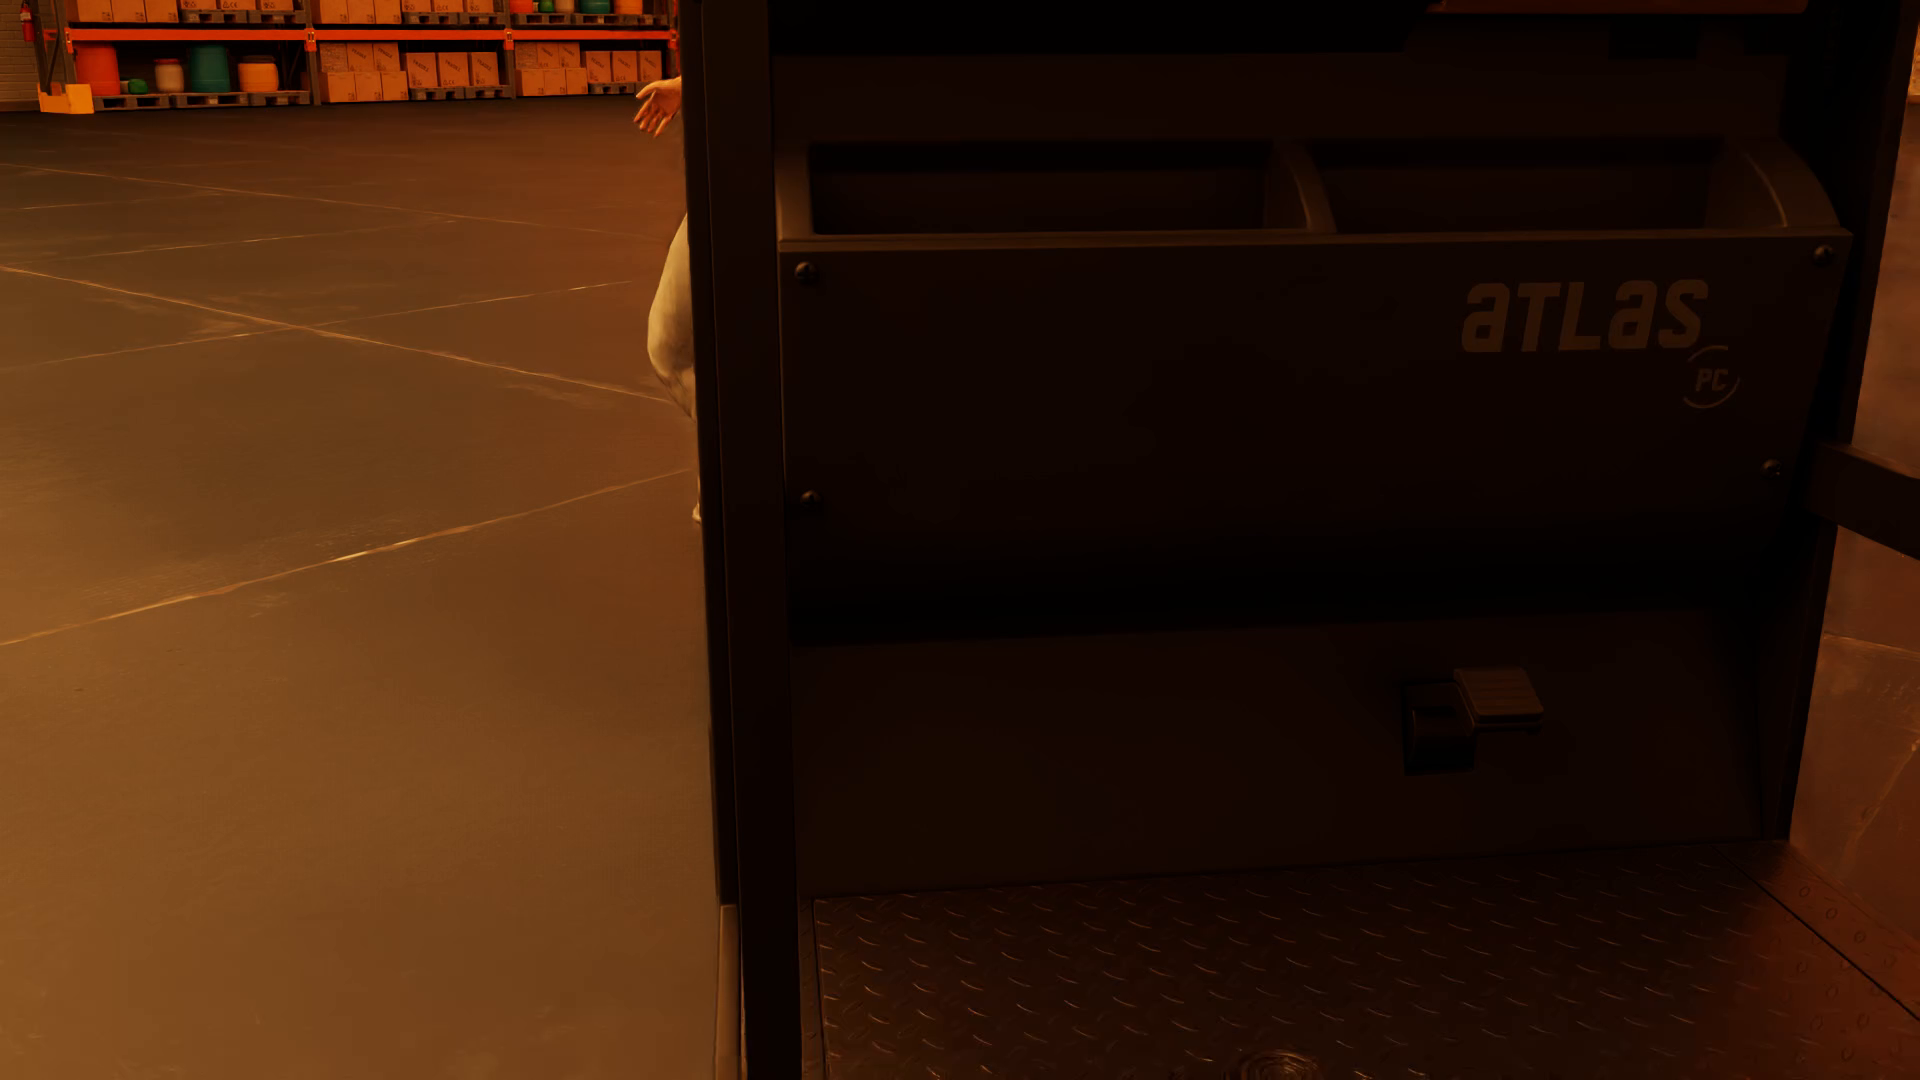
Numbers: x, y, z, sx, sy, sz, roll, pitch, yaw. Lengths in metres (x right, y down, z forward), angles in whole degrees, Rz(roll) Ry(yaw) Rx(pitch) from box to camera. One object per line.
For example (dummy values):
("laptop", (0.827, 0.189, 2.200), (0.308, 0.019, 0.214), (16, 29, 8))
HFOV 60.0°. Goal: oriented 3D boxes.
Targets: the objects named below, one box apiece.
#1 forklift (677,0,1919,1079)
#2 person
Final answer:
("forklift", (0.335, -0.675, 1.120), (1.130, 2.935, 3.031), (-2, 17, -7))
("person", (-0.430, -0.705, 3.745), (0.743, 1.441, 0.975), (-12, 20, -34))
